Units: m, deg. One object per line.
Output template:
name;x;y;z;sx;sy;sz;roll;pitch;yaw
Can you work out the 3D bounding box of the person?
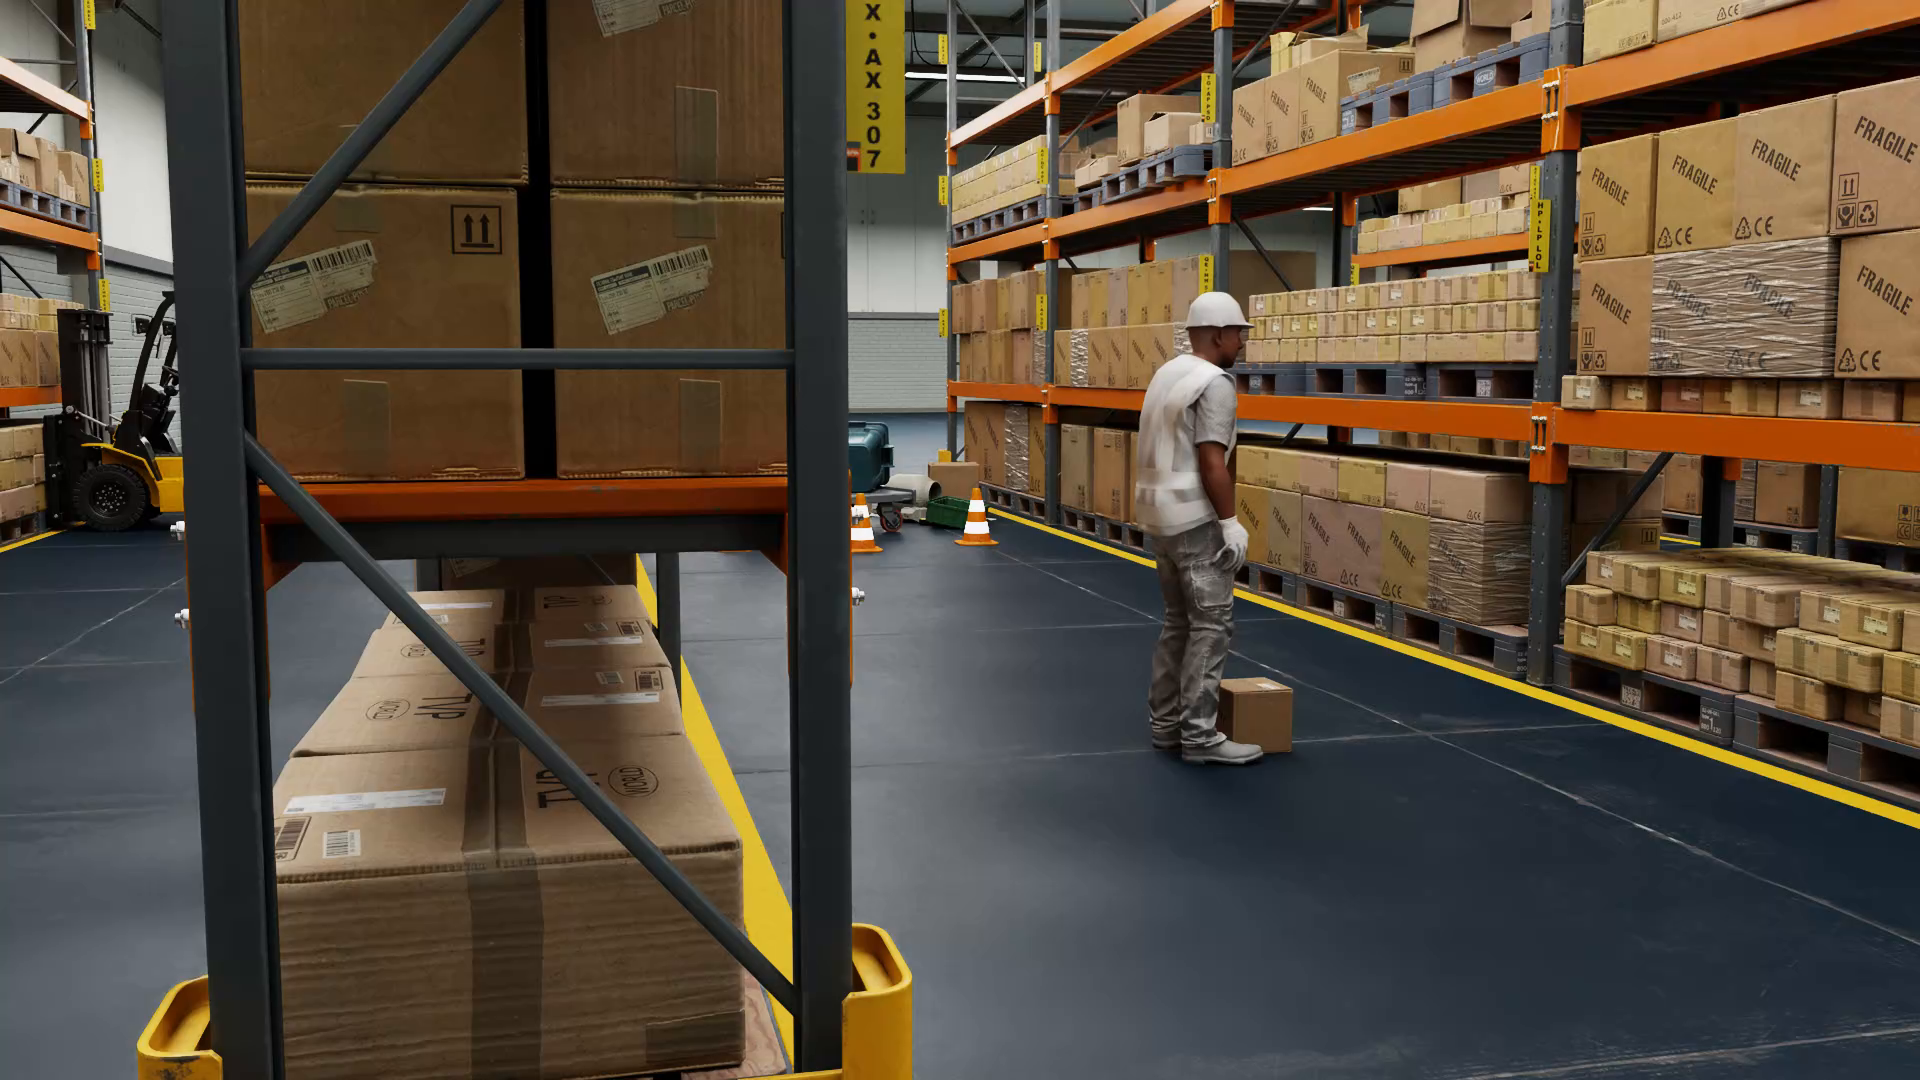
person;0.917;-0.058;6.390;0.448;1.775;0.616;-1;6;-14
